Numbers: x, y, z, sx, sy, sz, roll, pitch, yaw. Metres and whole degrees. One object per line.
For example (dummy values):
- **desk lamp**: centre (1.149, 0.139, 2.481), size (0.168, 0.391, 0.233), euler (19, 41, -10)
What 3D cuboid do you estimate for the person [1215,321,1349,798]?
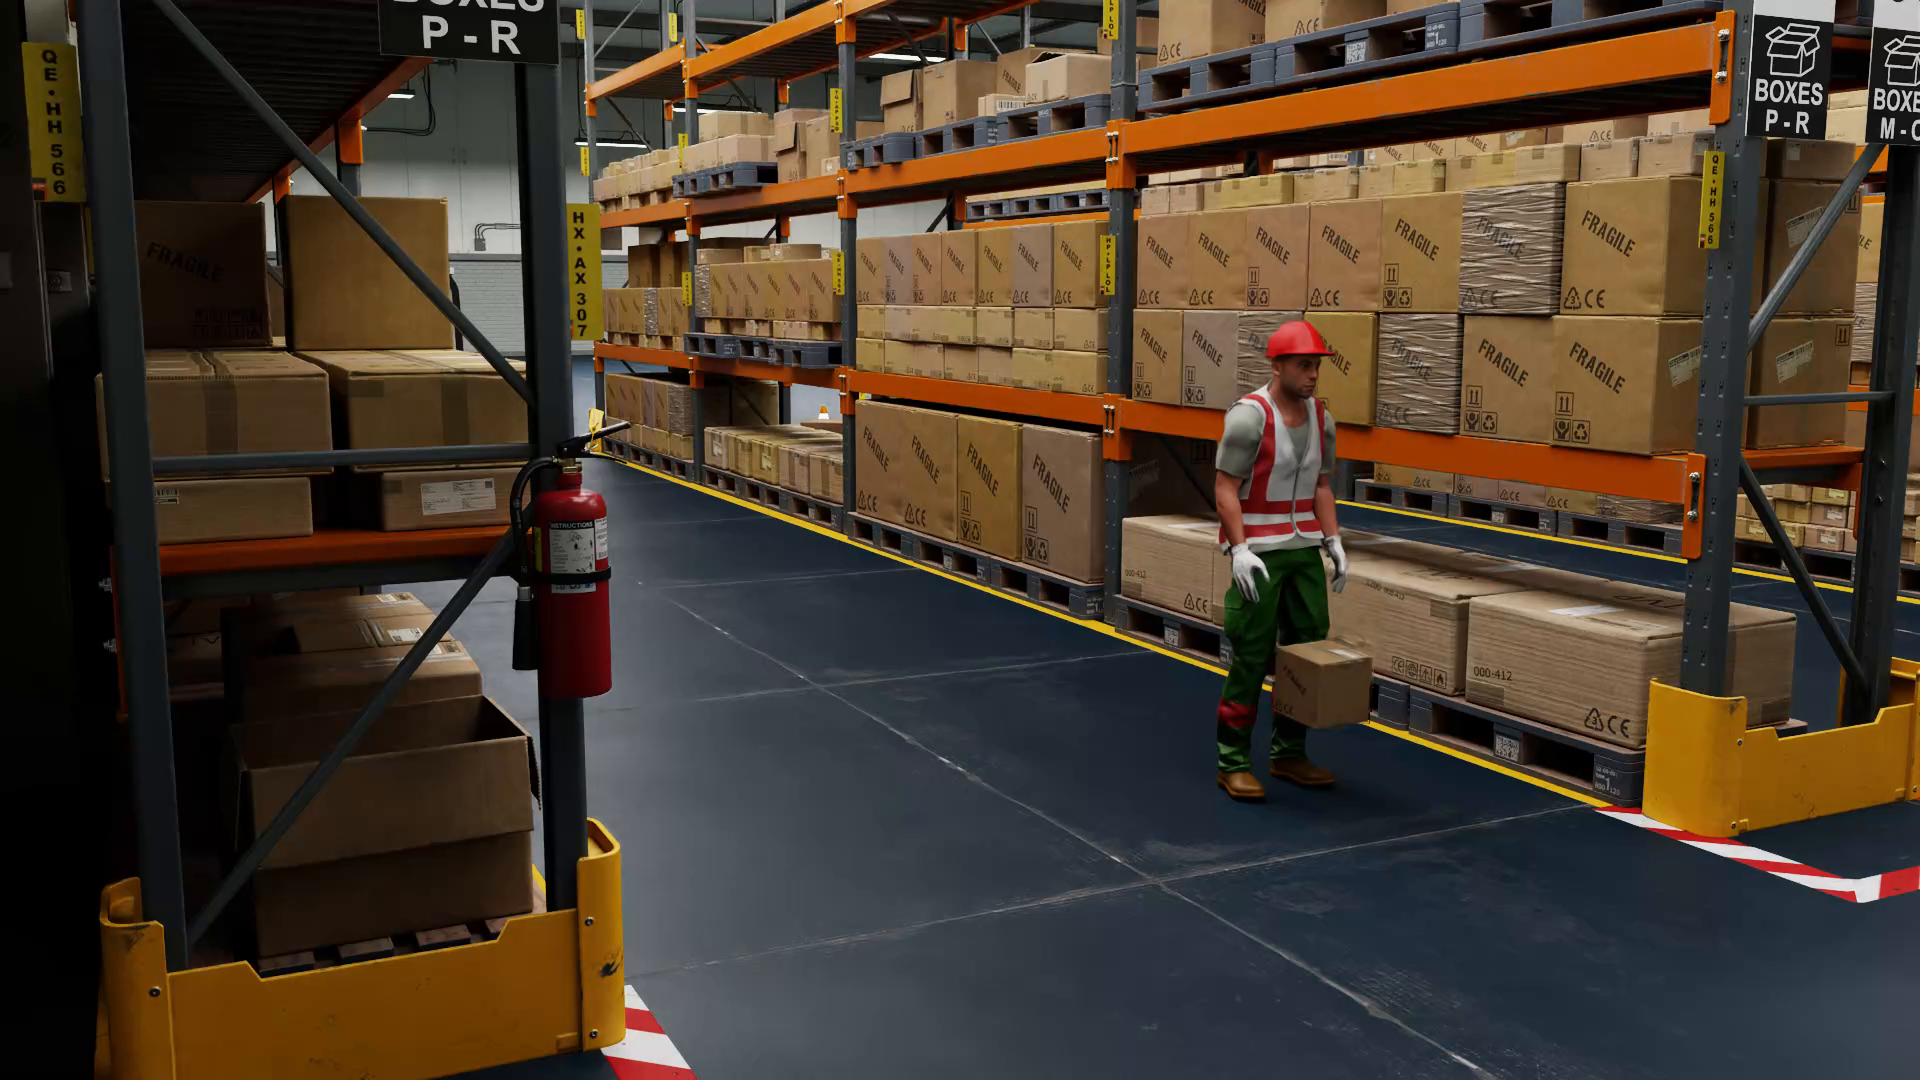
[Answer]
- **person**: centre (1.215, 0.065, 6.330), size (0.555, 1.784, 0.422), euler (-5, 10, -29)
